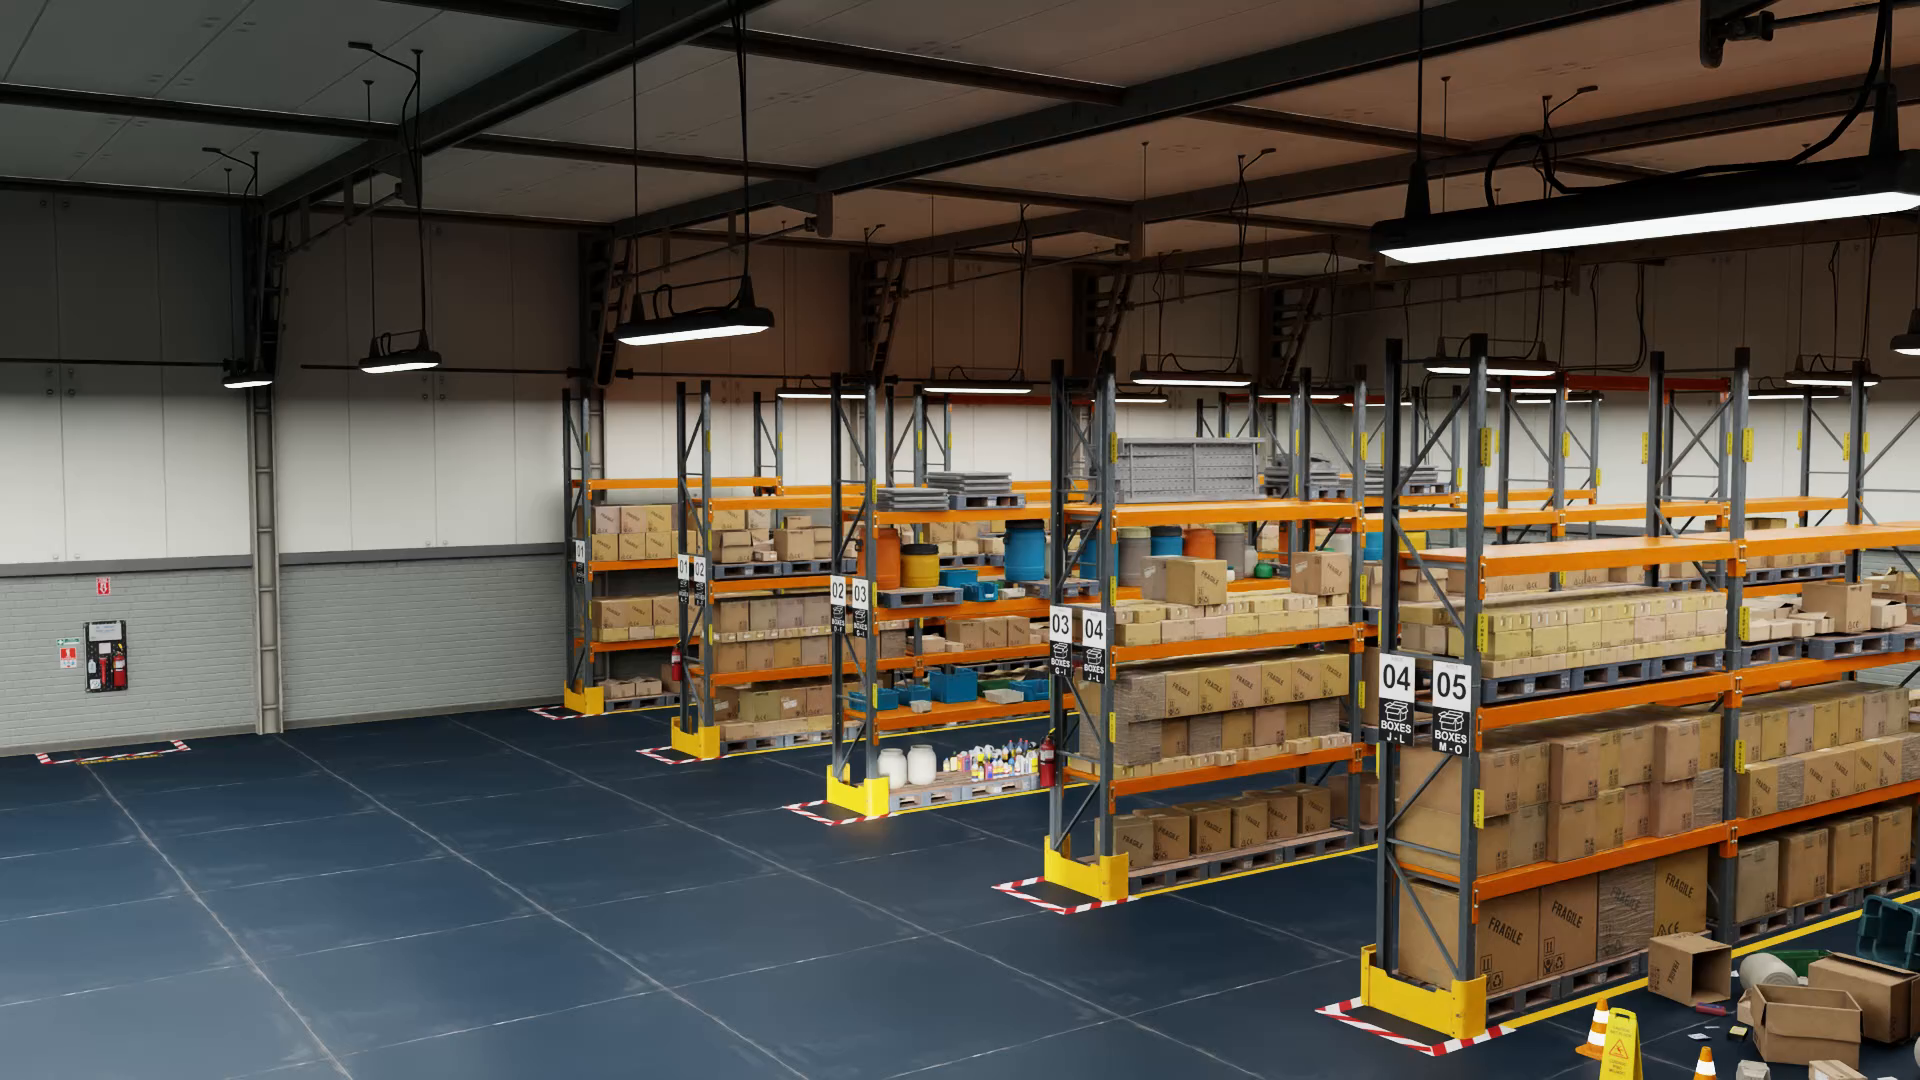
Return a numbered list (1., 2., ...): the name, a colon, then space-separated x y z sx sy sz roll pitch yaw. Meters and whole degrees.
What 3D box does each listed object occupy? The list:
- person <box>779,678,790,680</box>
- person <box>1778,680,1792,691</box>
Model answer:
1. person: -3.317 2.346 30.115 0.489 1.757 0.600 -2 4 -25
2. person: 11.603 2.808 23.432 0.519 1.720 0.570 -2 4 -28
